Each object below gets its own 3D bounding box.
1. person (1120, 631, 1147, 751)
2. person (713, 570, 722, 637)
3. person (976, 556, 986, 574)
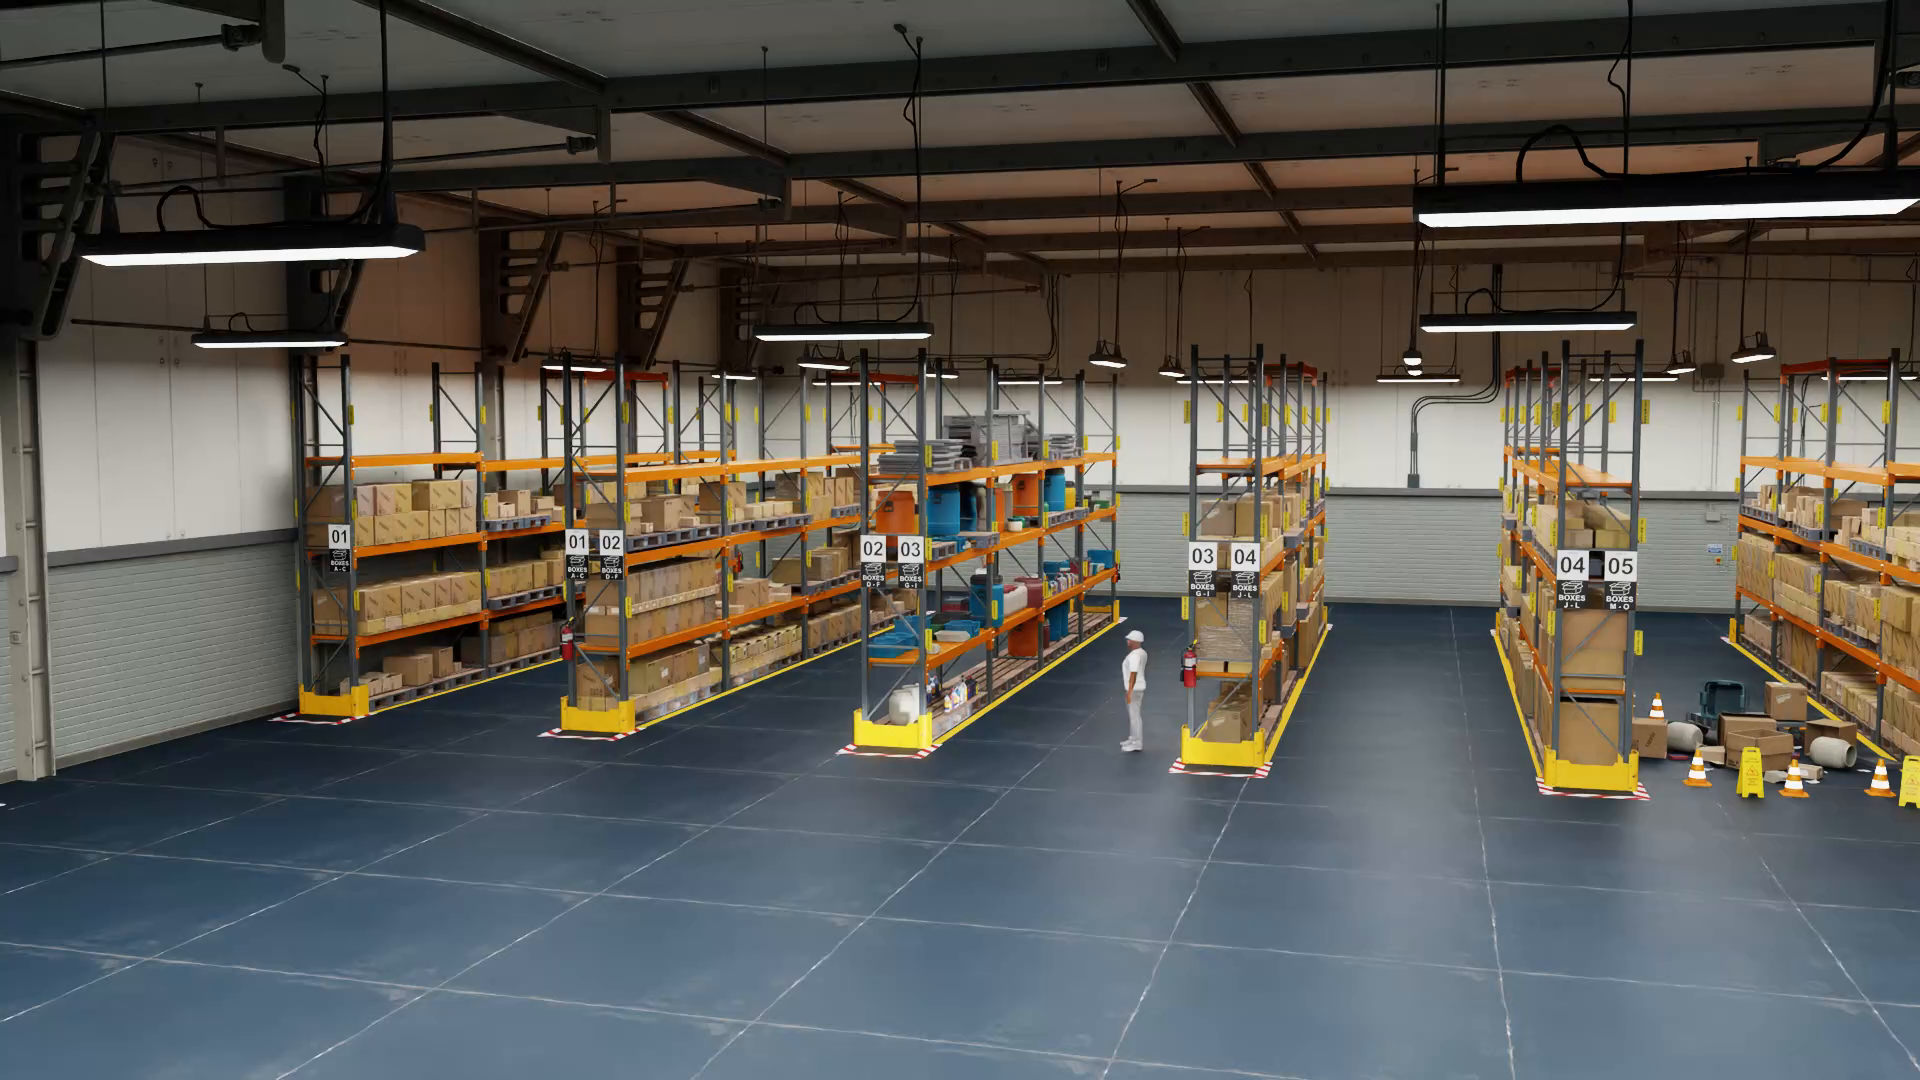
[{"bbox_3d":[2.602,2.238,24.947,0.401,1.771,0.619,0,4,6],"label":"person"},{"bbox_3d":[-5.145,1.510,34.735,0.540,1.745,1.019,1,5,18],"label":"person"},{"bbox_3d":[0.595,1.192,39.635,0.491,1.654,0.707,1,4,14],"label":"person"}]
